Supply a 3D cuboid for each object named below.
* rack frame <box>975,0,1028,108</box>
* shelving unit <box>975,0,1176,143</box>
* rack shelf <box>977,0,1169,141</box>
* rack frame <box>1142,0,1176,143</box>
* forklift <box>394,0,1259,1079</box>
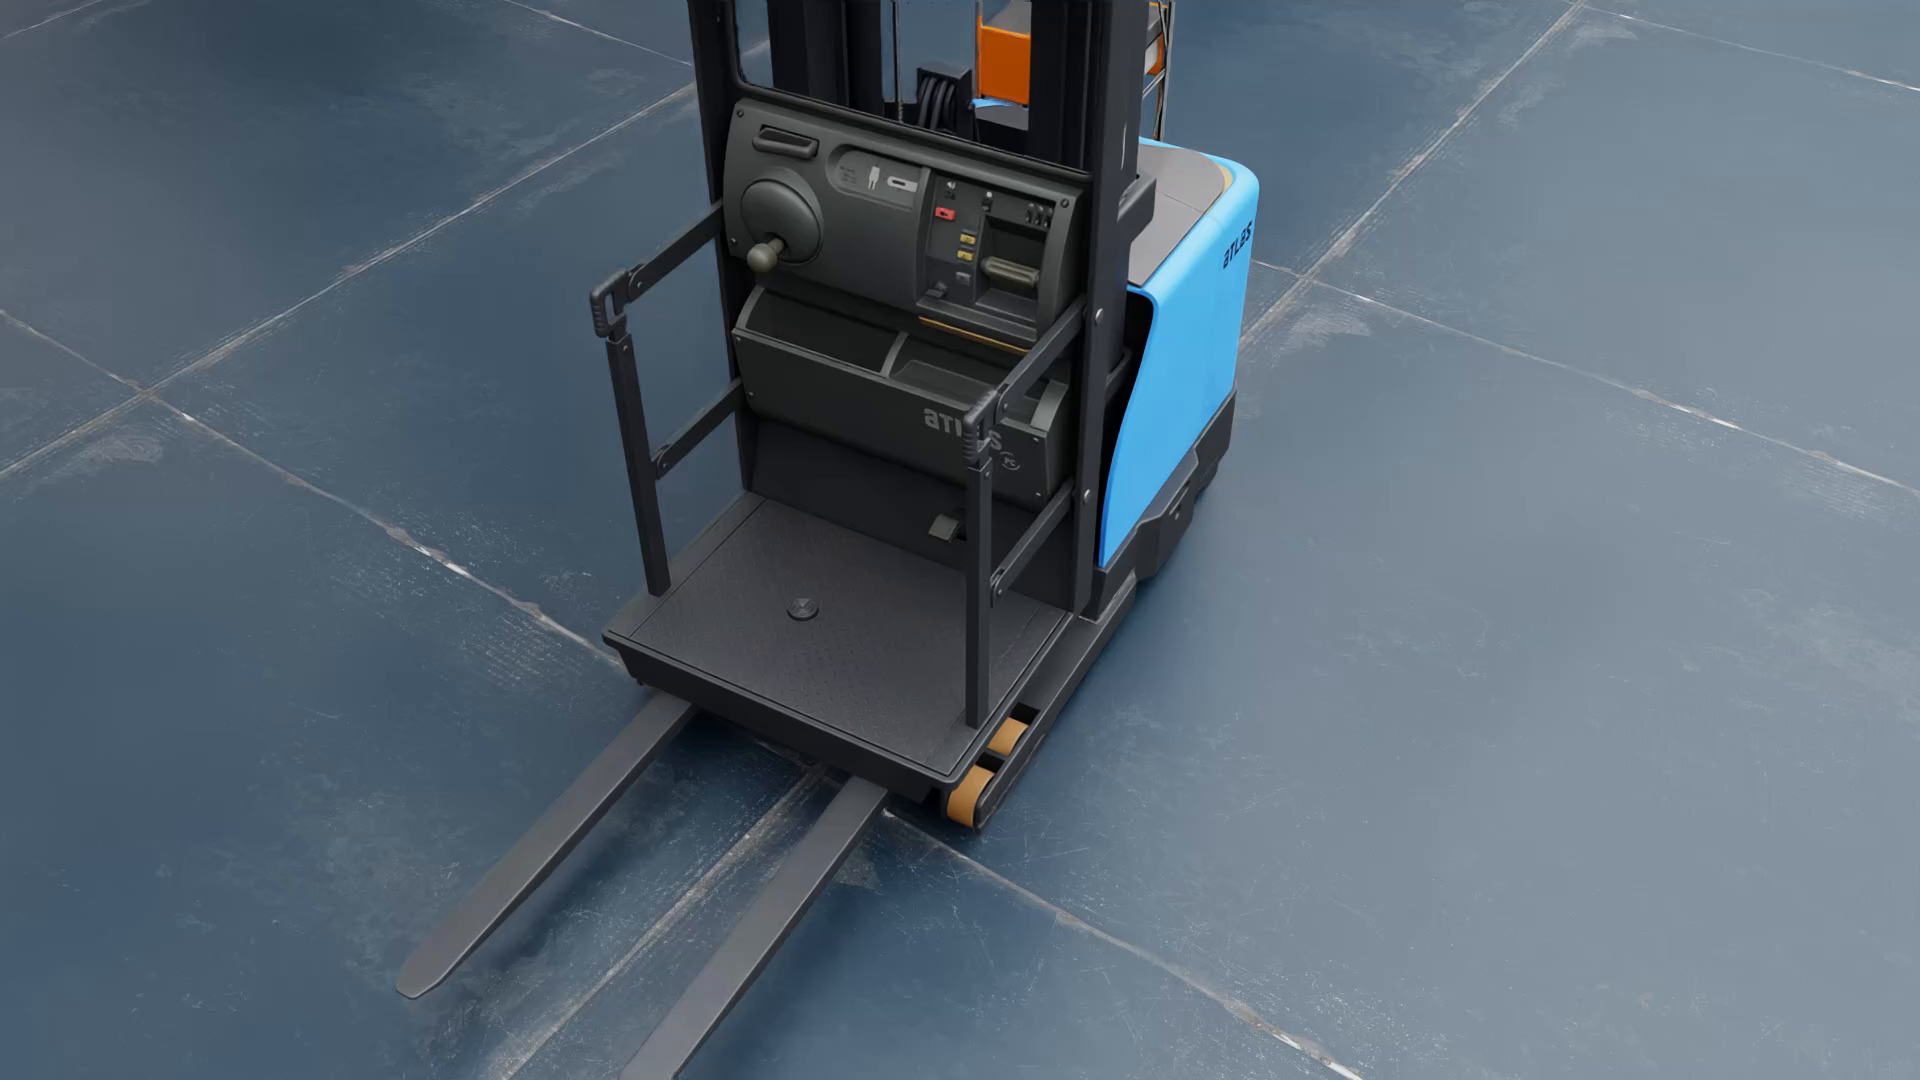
[{"bbox_3d":[0.145,-1.550,5.407,0.015,2.100,0.400,19,45,20],"label":"rack frame"},{"bbox_3d":[0.363,-1.476,5.325,0.503,2.100,0.431,19,45,20],"label":"shelving unit"},{"bbox_3d":[0.363,-1.466,5.334,0.480,0.518,0.431,19,45,20],"label":"rack shelf"},{"bbox_3d":[0.580,-1.402,5.242,0.015,2.100,0.400,19,45,20],"label":"rack frame"},{"bbox_3d":[-0.262,-0.682,3.814,1.130,2.935,3.031,20,46,21],"label":"forklift"}]
